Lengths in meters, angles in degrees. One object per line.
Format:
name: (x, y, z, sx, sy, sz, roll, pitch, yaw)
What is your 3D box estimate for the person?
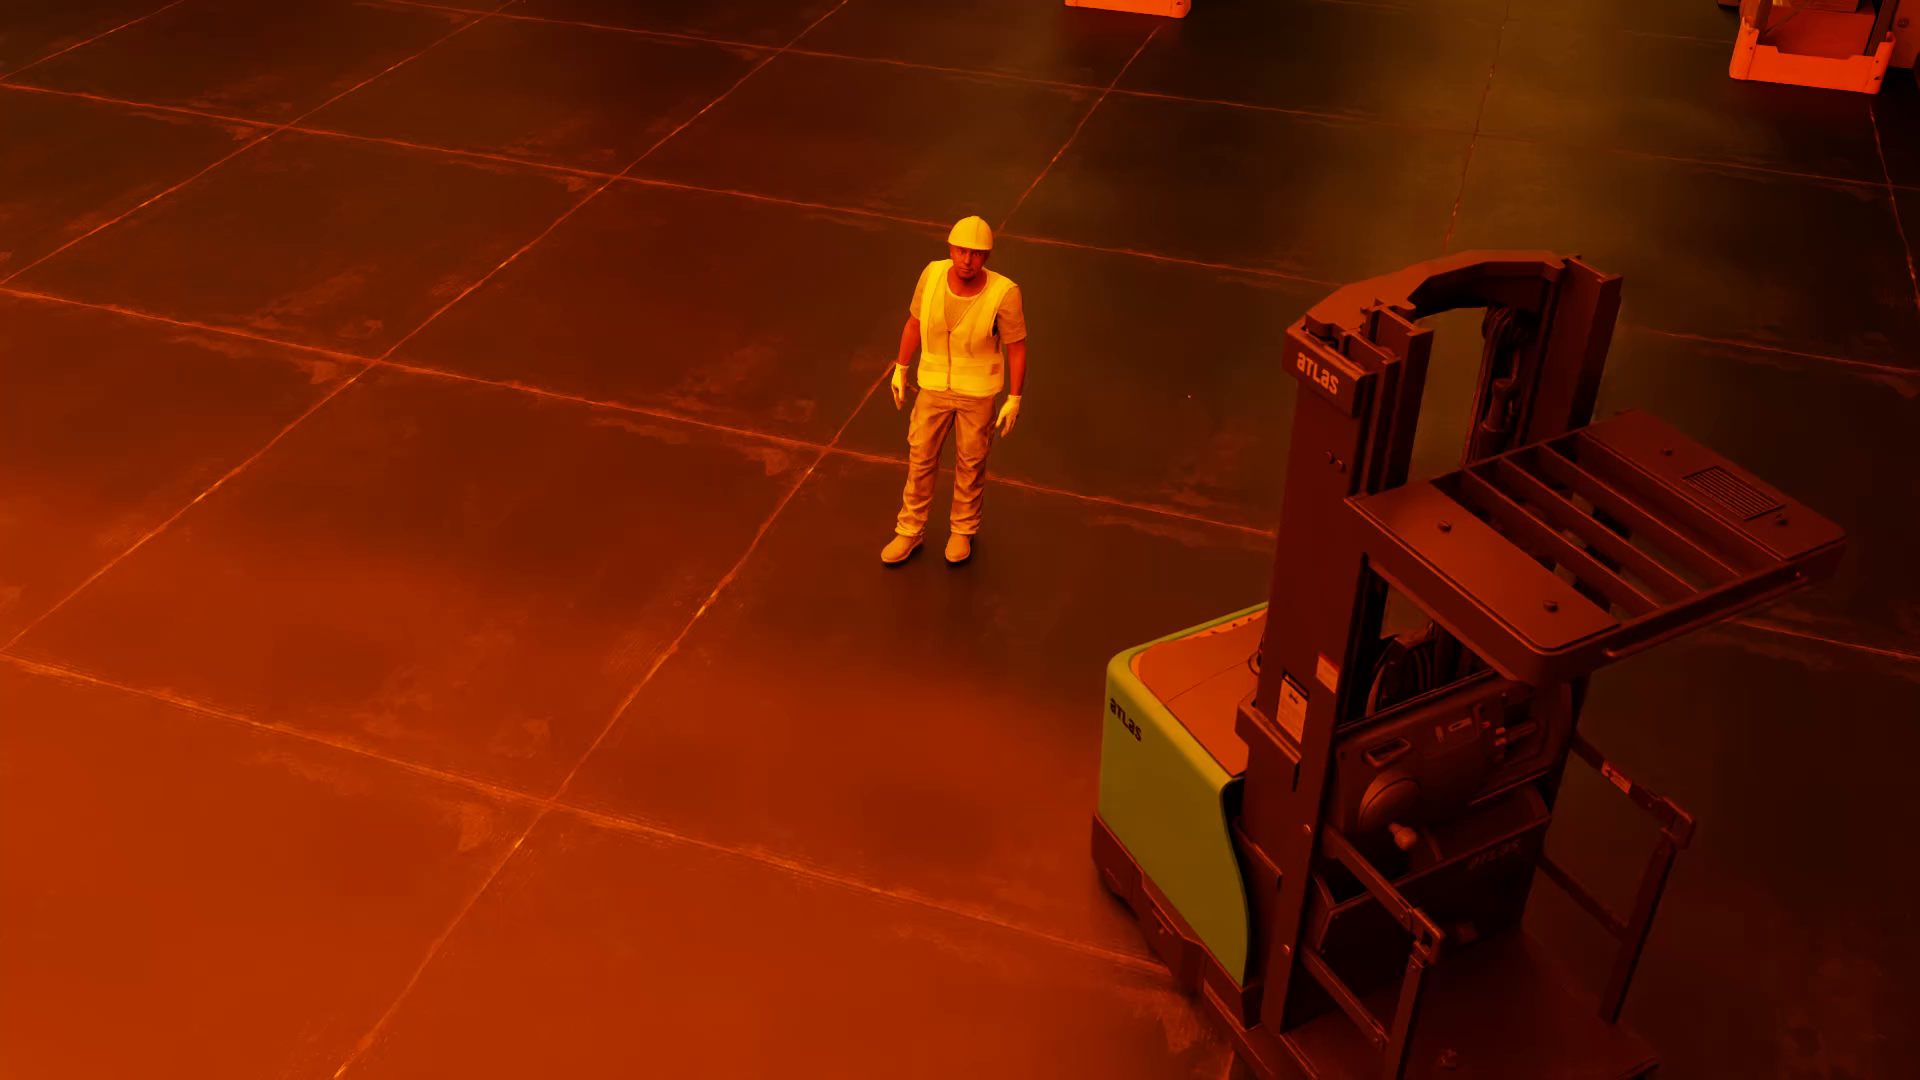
person: (-0.033, -0.696, 8.072, 0.656, 1.782, 0.577, 12, 37, 16)

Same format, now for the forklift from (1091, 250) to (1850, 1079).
forklift: (1.657, 0.738, 5.071, 1.130, 2.935, 3.031, -17, 39, -22)
